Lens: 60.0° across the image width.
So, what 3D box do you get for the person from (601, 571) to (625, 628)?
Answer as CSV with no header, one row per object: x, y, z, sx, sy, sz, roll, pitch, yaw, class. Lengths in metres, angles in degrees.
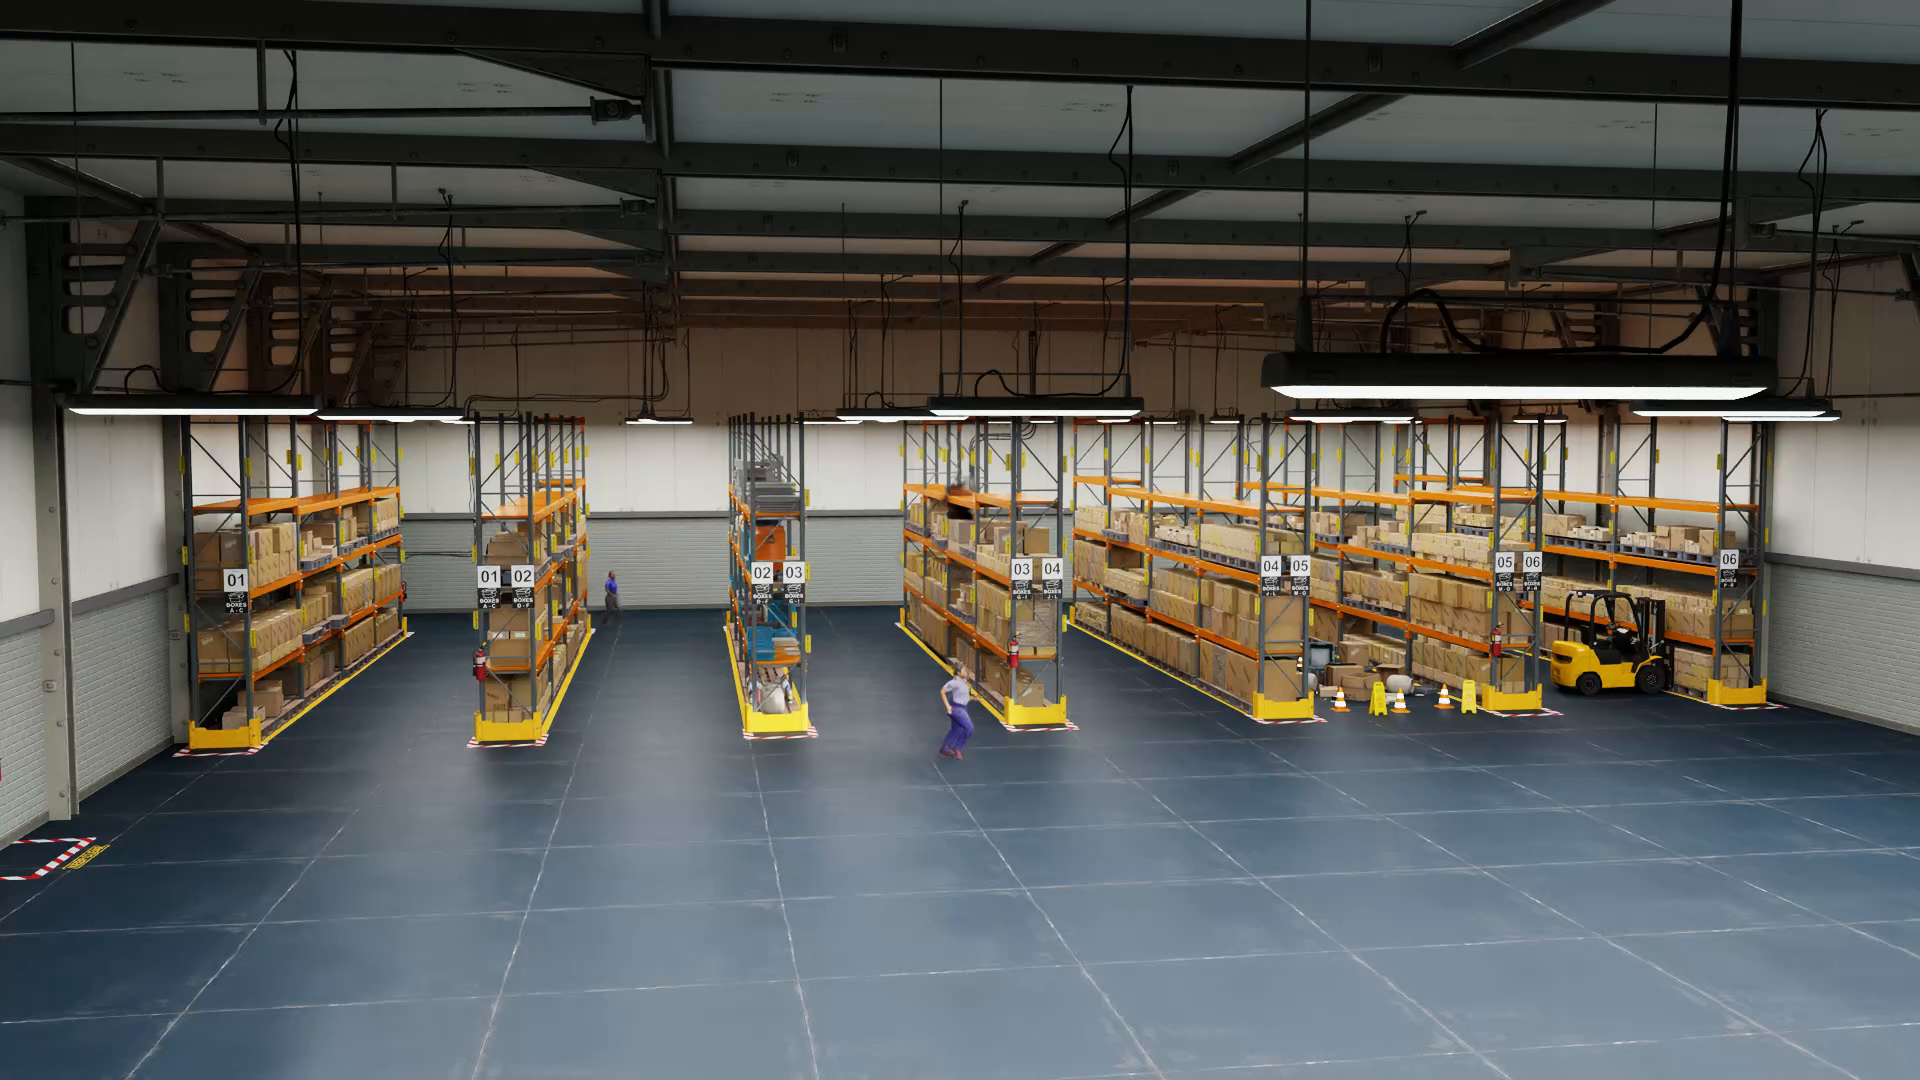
-9.956,1.715,47.377,0.772,1.678,0.640,2,4,25,person

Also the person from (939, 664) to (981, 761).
-0.006,2.965,28.607,0.754,1.655,0.573,1,4,15,person

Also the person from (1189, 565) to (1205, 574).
7.068,1.419,50.488,0.972,1.731,0.662,-1,4,-19,person
